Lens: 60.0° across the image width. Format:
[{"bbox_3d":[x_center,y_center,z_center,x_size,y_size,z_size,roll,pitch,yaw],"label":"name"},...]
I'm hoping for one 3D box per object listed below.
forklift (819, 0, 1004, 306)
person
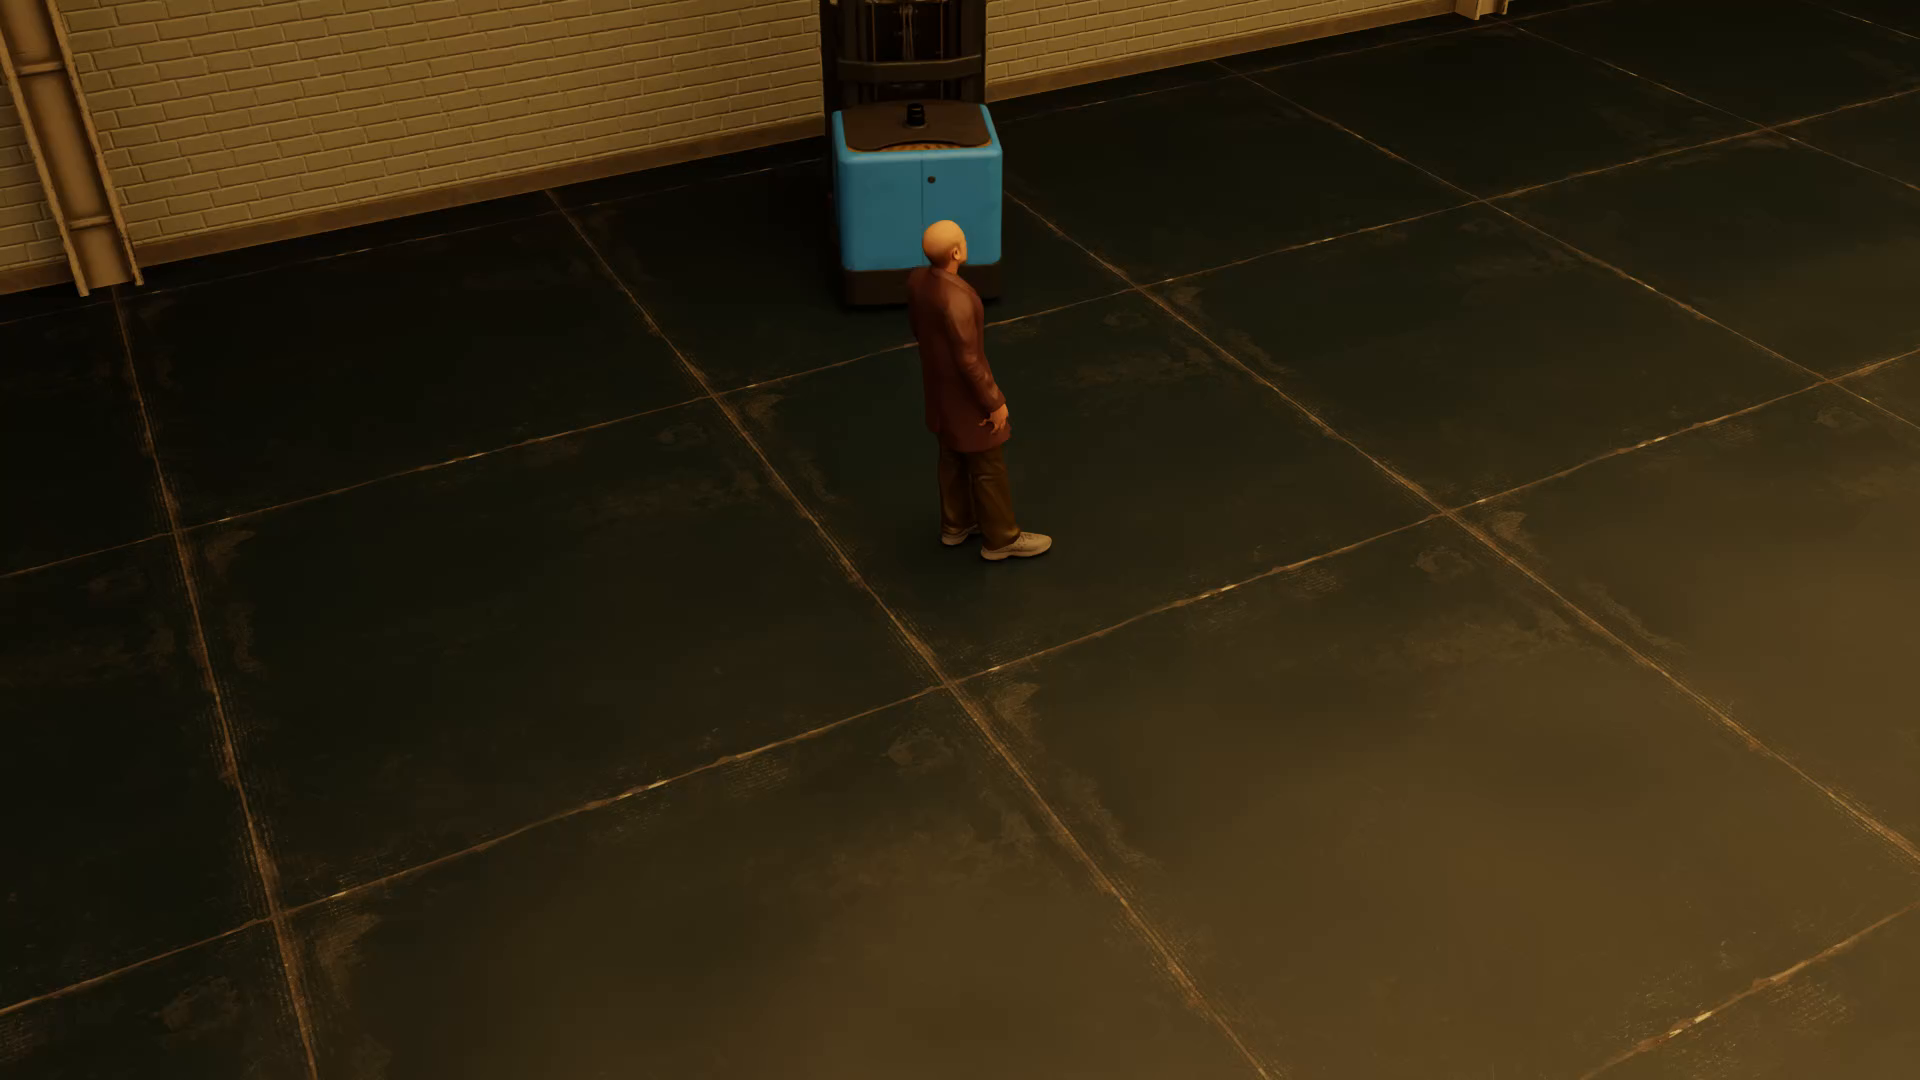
[{"bbox_3d":[-0.403,-3.536,11.126,1.130,2.935,3.031,-4,35,-5],"label":"forklift"},{"bbox_3d":[0.083,-0.755,8.177,0.579,1.778,0.698,-17,39,-23],"label":"person"}]
